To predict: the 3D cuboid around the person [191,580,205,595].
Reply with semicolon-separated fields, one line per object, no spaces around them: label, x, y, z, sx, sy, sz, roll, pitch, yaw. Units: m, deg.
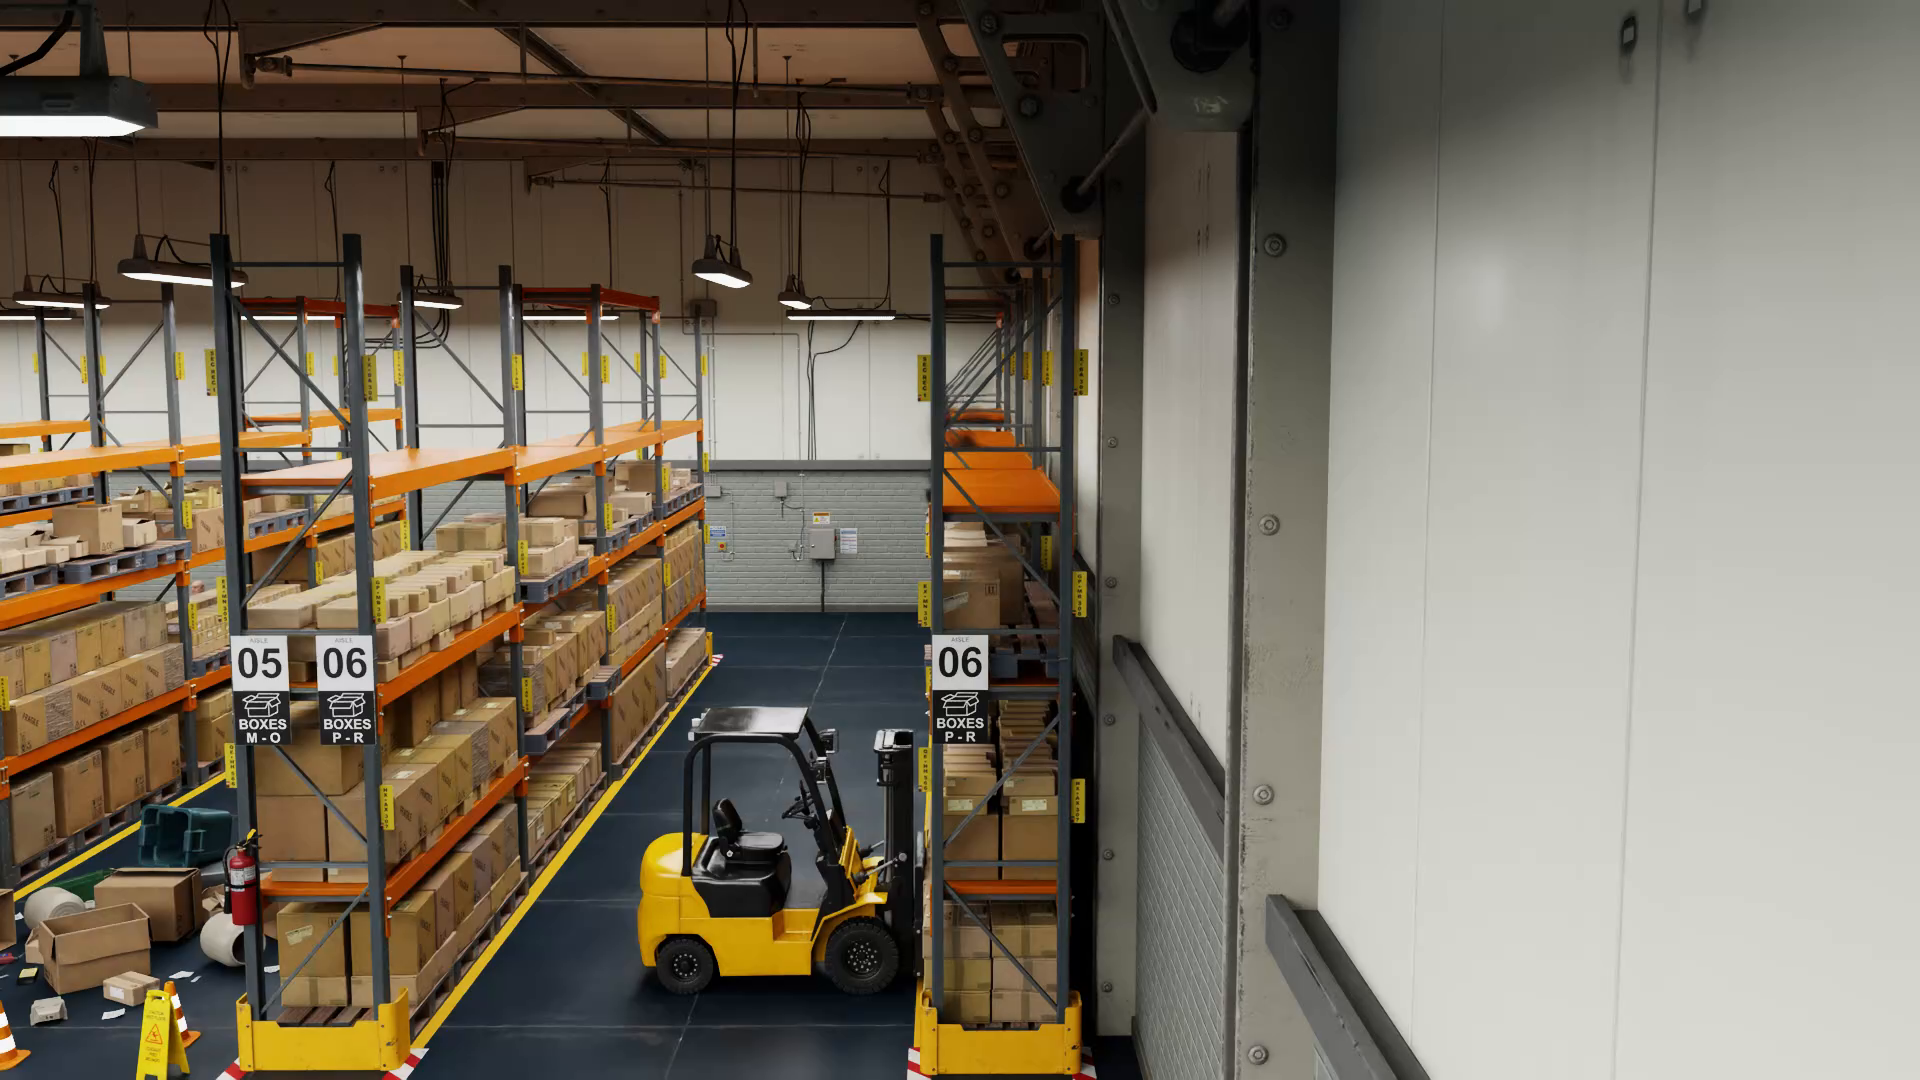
person;-11.442;1.542;25.198;0.726;1.730;1.043;0;6;4
